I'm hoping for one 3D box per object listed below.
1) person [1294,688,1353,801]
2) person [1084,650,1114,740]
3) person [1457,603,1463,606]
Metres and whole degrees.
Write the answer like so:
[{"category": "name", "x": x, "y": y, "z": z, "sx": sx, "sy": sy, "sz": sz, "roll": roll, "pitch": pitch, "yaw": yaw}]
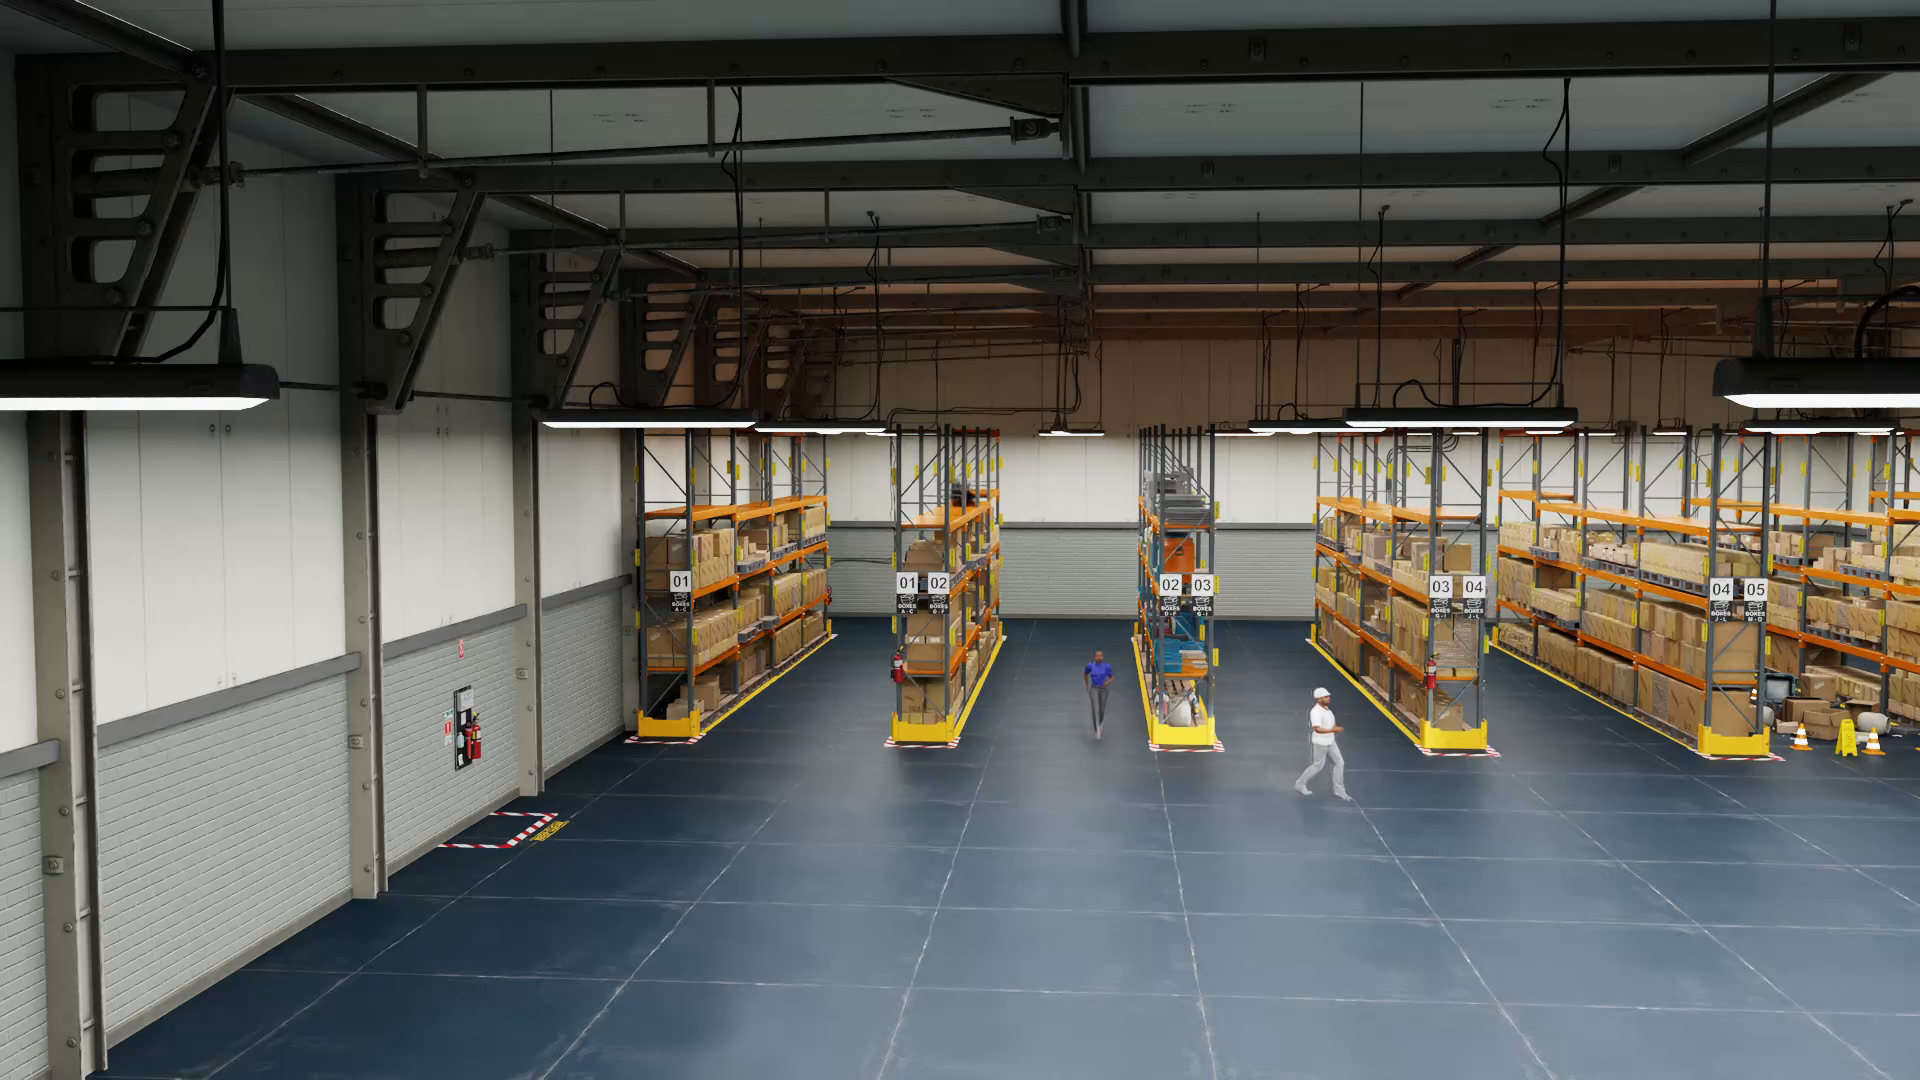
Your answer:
[{"category": "person", "x": 5.787, "y": 3.234, "z": 26.423, "sx": 0.896, "sy": 1.785, "sz": 0.704, "roll": 2, "pitch": 4, "yaw": 32}, {"category": "person", "x": 2.684, "y": 2.948, "z": 32.037, "sx": 0.575, "sy": 1.674, "sz": 0.849, "roll": 0, "pitch": 3, "yaw": -1}, {"category": "person", "x": 13.594, "y": 2.123, "z": 45.703, "sx": 0.605, "sy": 1.706, "sz": 0.836, "roll": 1, "pitch": 4, "yaw": 19}]
